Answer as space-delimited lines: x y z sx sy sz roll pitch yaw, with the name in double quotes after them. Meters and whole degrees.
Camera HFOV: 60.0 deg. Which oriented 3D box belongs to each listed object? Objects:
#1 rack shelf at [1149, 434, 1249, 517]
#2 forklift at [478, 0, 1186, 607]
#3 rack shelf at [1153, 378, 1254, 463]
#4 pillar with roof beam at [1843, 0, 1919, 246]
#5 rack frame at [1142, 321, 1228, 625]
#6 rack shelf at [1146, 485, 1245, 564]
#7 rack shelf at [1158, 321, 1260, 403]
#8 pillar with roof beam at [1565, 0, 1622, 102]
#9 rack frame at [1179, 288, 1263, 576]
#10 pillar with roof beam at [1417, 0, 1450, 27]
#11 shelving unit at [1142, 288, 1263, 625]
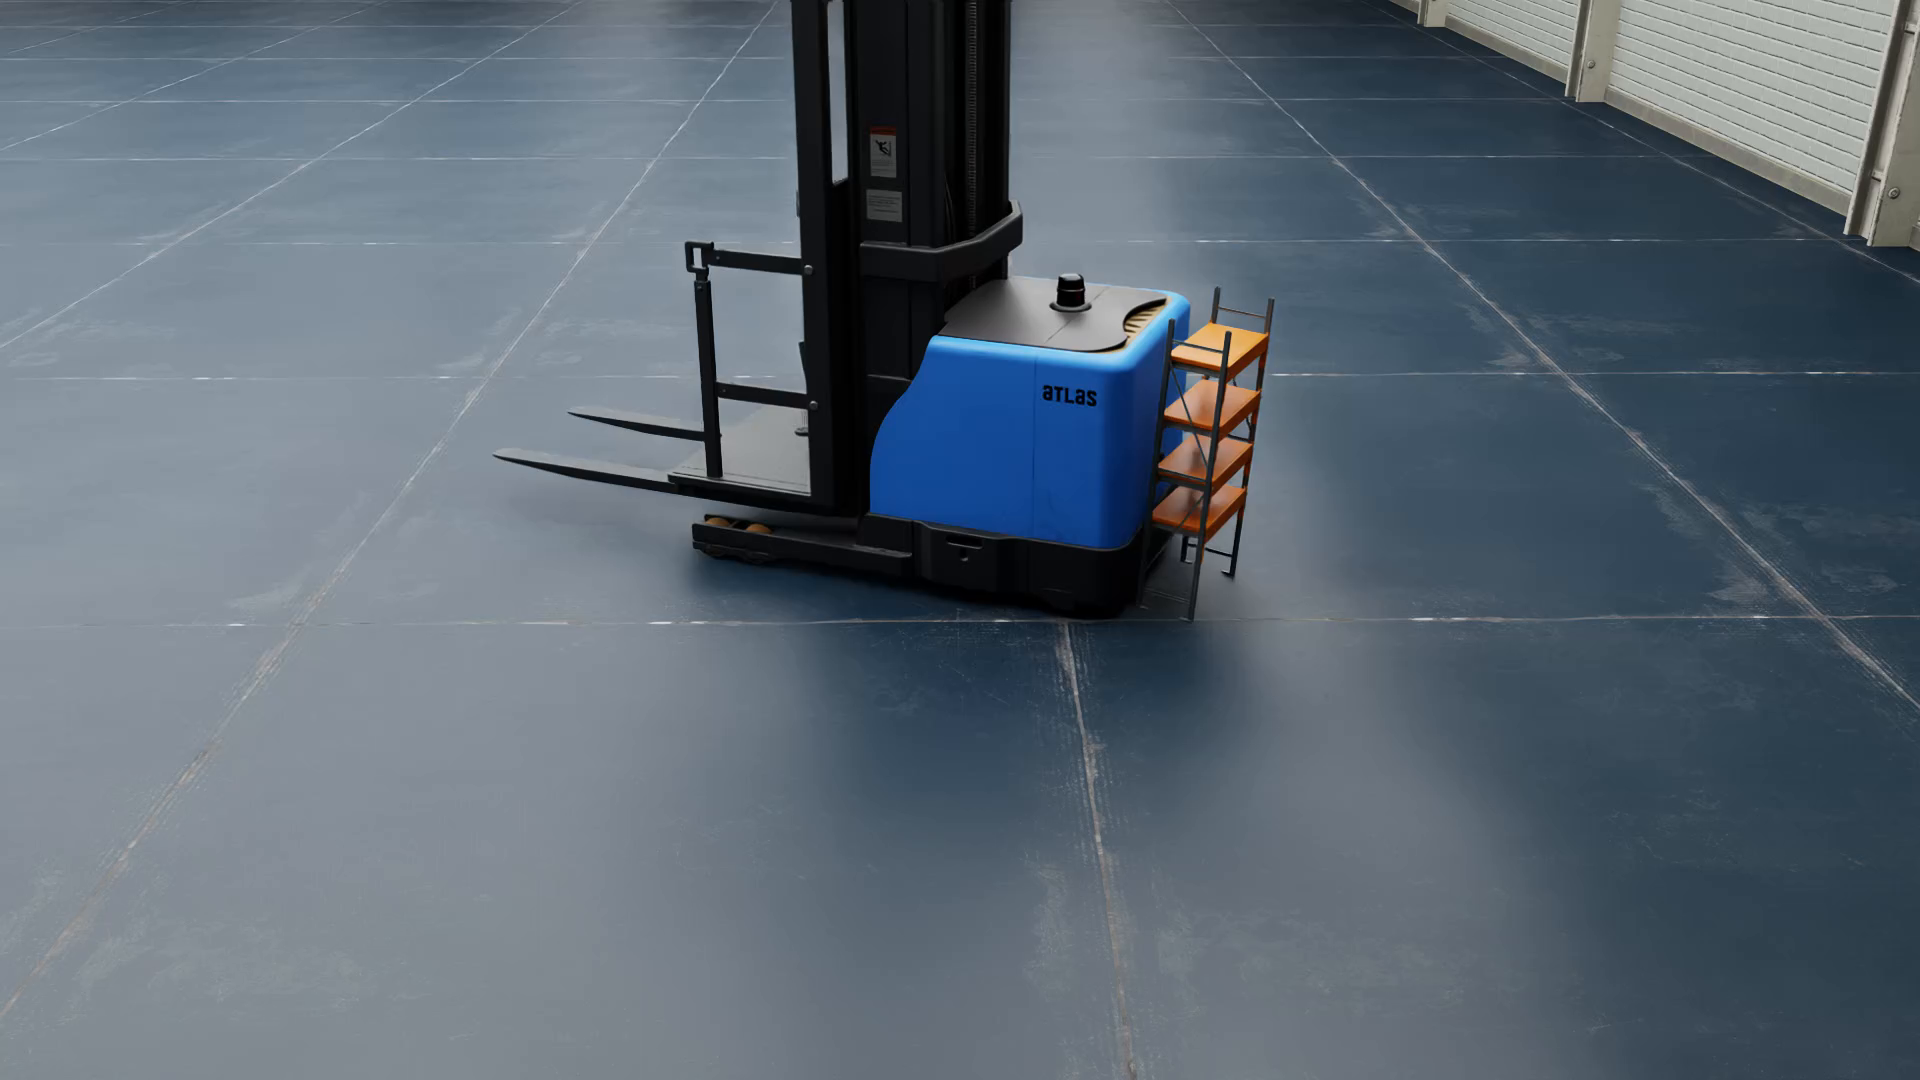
0.944 -0.266 6.538 0.258 0.148 0.480 12 27 22 "rack shelf"
-0.616 -1.408 6.806 3.031 2.935 1.130 7 25 16 "forklift"
0.948 -0.469 6.444 0.258 0.148 0.480 12 27 22 "rack shelf"
2.360 -6.264 10.180 9.100 9.000 0.400 0 24 -1 "pillar with roof beam"
0.844 -0.235 6.307 0.240 1.200 0.015 12 27 22 "rack frame"
0.940 -0.086 6.622 0.258 0.148 0.480 12 27 22 "rack shelf"
0.953 -0.684 6.345 0.258 0.148 0.480 12 27 22 "rack shelf"
2.294 -8.737 15.647 9.100 9.000 0.400 0 24 -1 "pillar with roof beam"
1.046 -0.419 6.712 0.240 1.200 0.015 12 27 22 "rack frame"
2.229 -11.209 21.113 9.100 9.000 0.400 0 24 -1 "pillar with roof beam"
0.945 -0.327 6.510 0.258 1.200 0.503 12 27 22 "shelving unit"
